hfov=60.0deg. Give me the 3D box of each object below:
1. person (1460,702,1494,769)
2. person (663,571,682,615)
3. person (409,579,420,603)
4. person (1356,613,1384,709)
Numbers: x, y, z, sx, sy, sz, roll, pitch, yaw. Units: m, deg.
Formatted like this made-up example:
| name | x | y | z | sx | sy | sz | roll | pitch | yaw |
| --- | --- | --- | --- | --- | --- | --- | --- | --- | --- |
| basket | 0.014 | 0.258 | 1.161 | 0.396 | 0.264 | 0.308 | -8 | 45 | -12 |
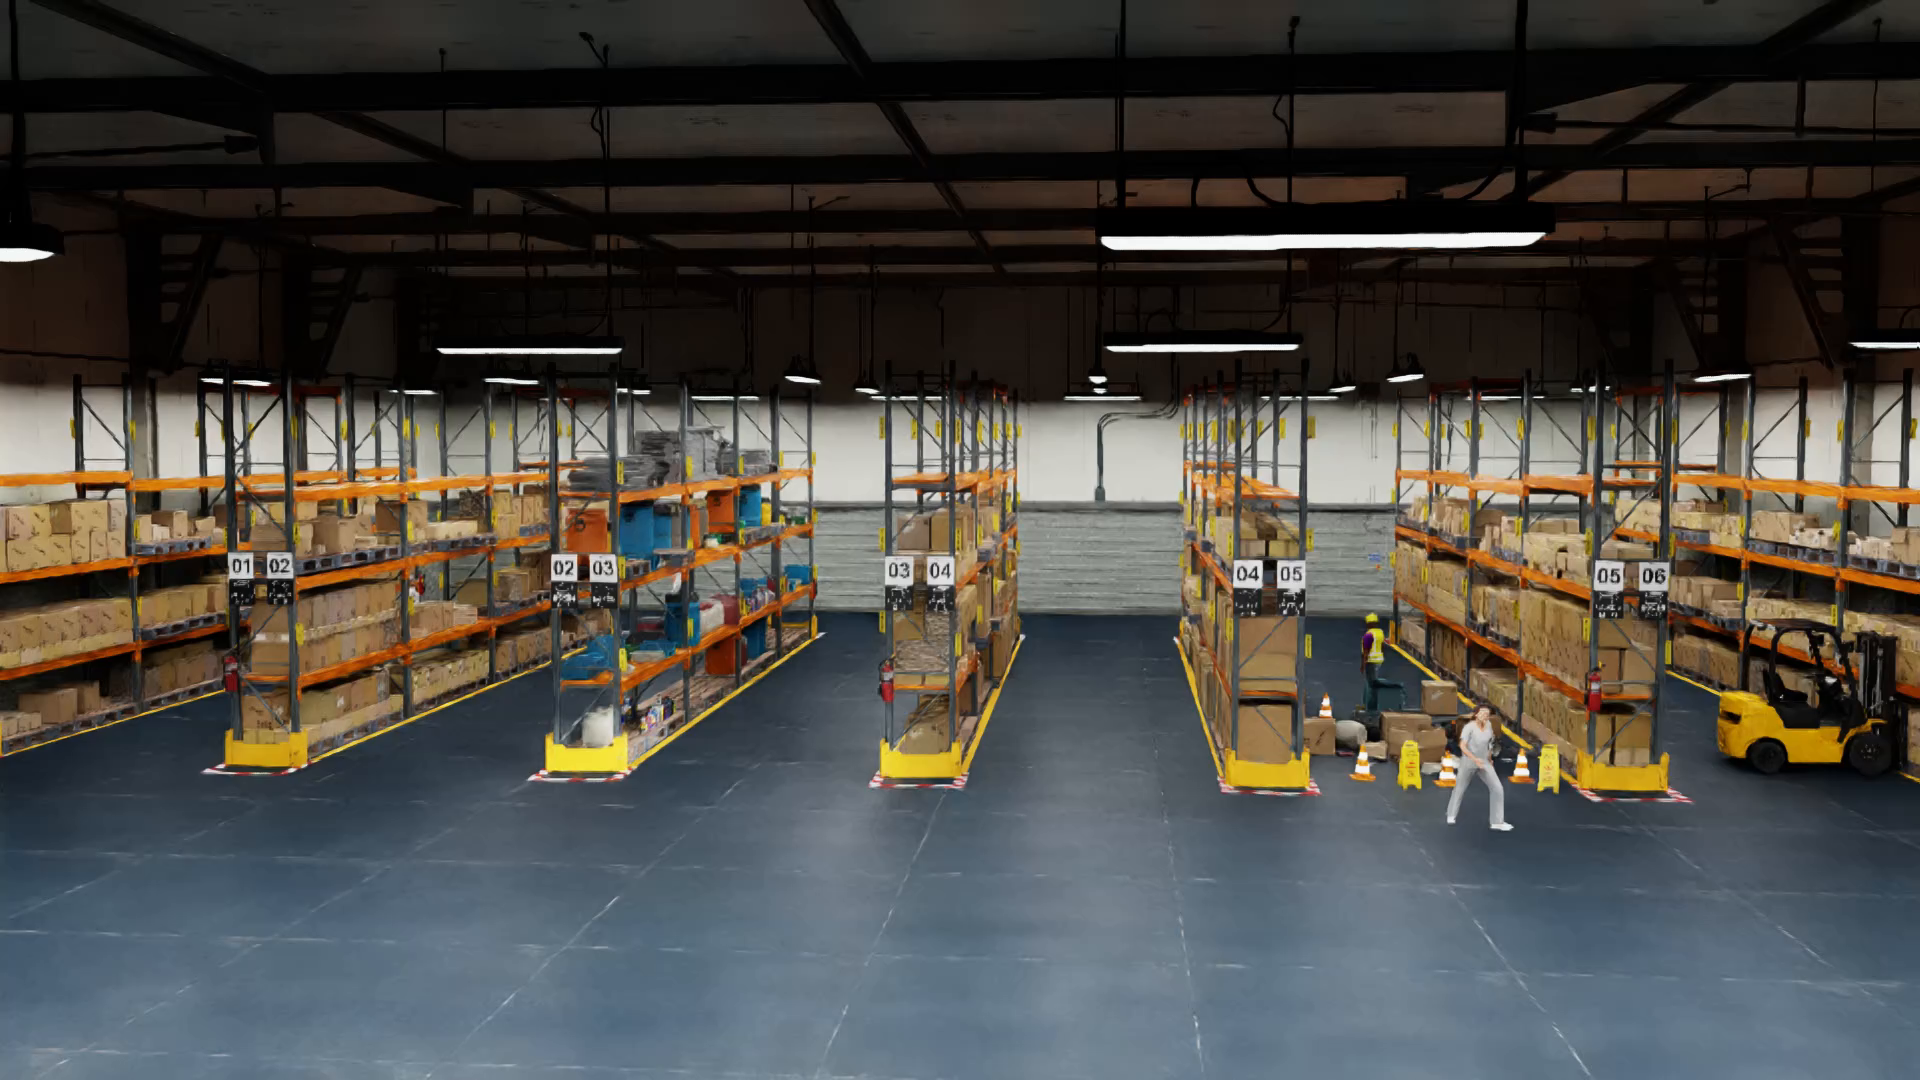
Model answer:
| name | x | y | z | sx | sy | sz | roll | pitch | yaw |
| --- | --- | --- | --- | --- | --- | --- | --- | --- | --- |
| person | 6.509 | 2.476 | 20.774 | 0.556 | 0.908 | 0.534 | -1 | 4 | -12 |
| person | -7.622 | 1.171 | 44.806 | 0.729 | 1.784 | 0.500 | -3 | 5 | -38 |
| person | -12.634 | 1.694 | 38.266 | 0.393 | 1.560 | 0.631 | 0 | 4 | -7 |
| person | 7.258 | 2.170 | 29.427 | 0.580 | 1.763 | 0.673 | 3 | 5 | 35 |
